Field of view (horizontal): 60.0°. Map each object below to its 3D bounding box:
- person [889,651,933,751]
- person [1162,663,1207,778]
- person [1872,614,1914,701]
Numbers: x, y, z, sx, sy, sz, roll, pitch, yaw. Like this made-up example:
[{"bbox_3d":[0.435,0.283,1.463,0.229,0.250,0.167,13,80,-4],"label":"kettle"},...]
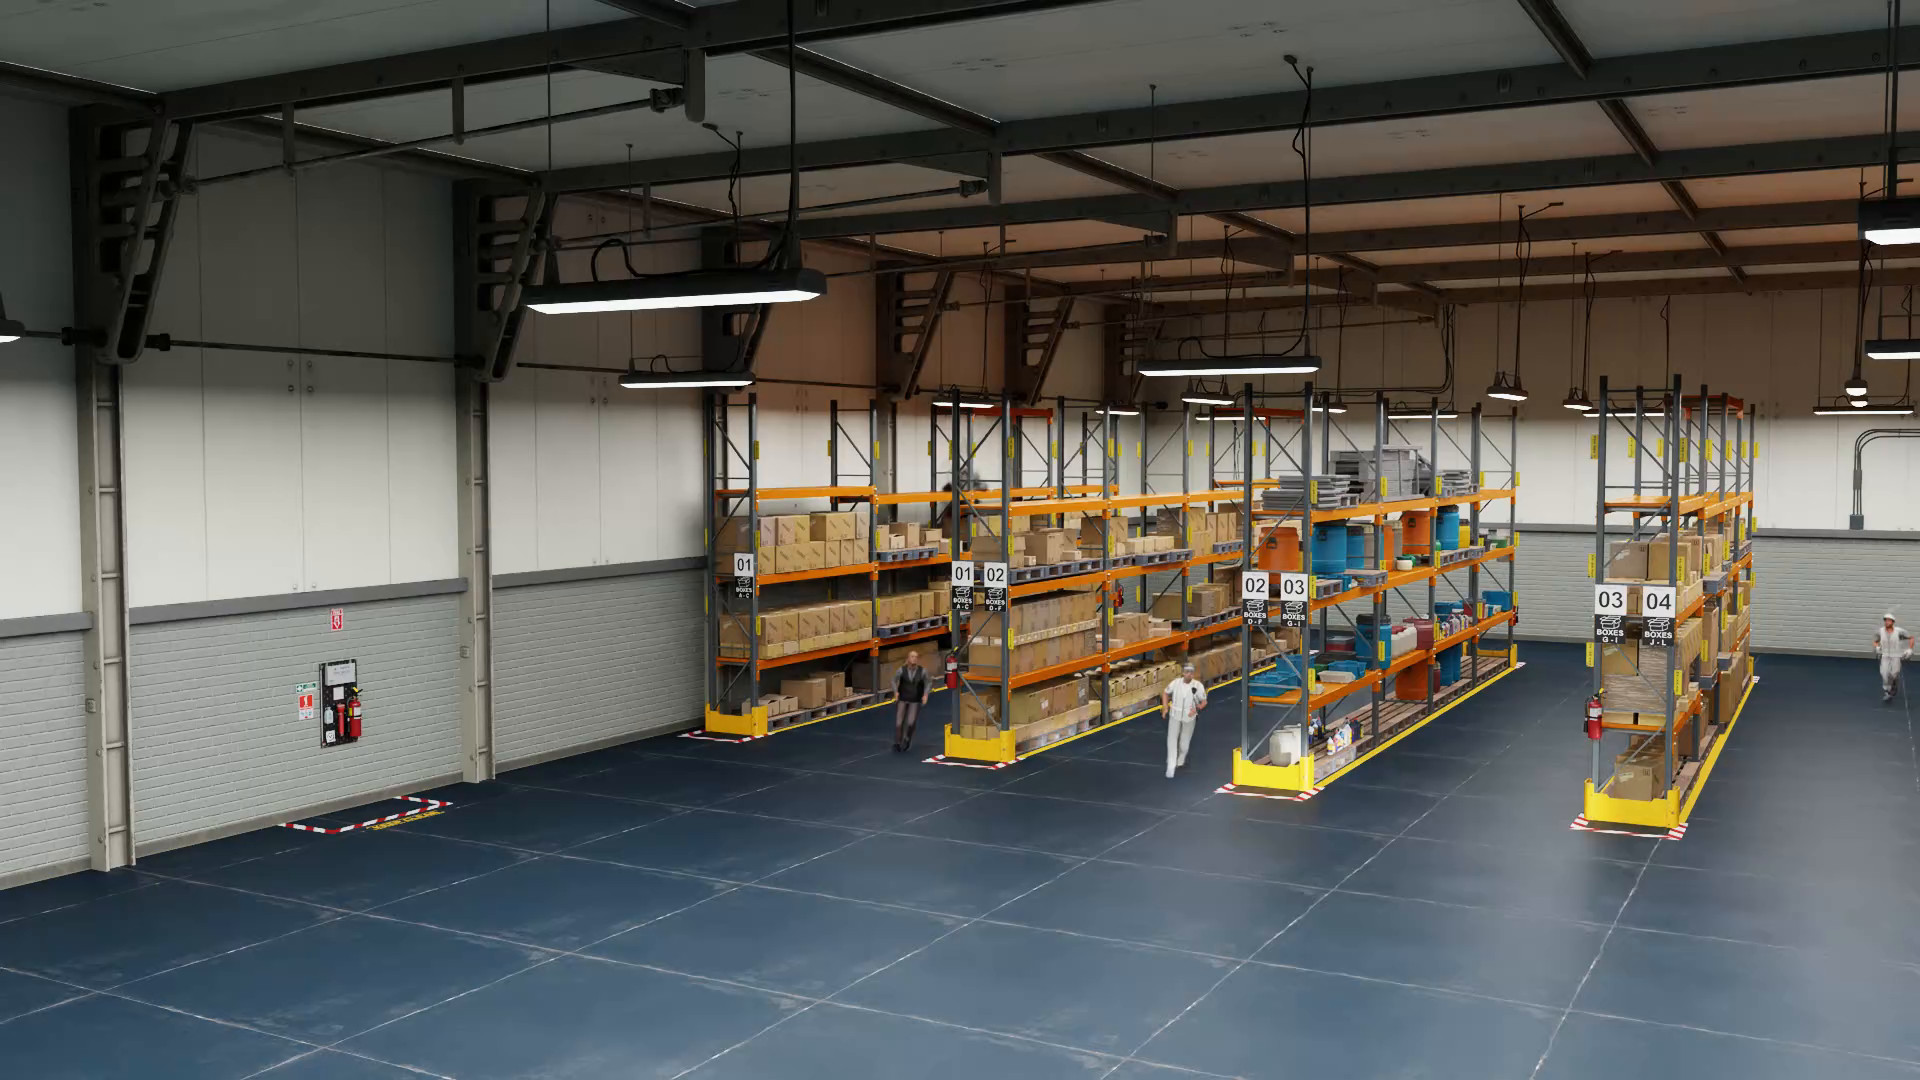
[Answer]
[{"bbox_3d":[-0.822,2.678,27.531,0.716,1.667,0.584,0,3,4],"label":"person"},{"bbox_3d":[3.471,2.766,25.746,0.698,1.777,0.816,1,3,13],"label":"person"},{"bbox_3d":[18.489,2.344,33.031,0.694,1.737,0.705,3,4,43],"label":"person"}]
